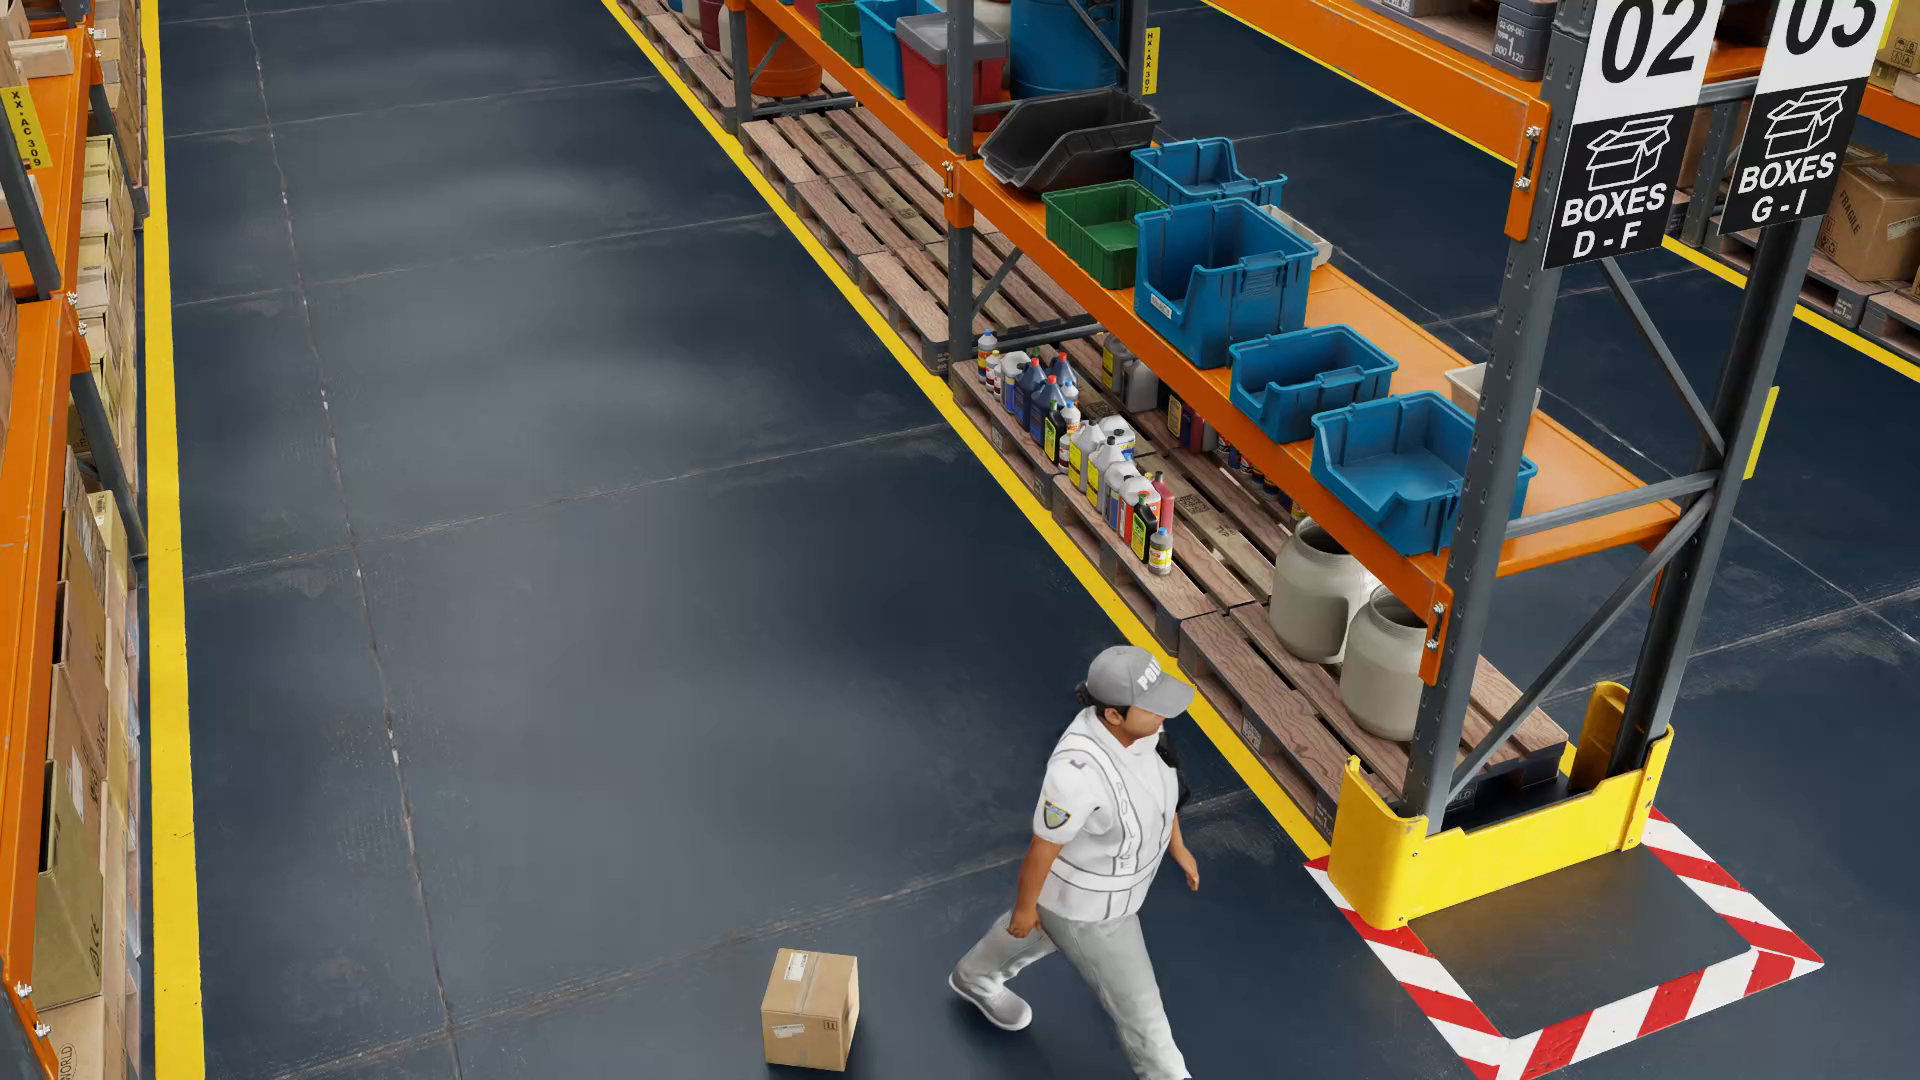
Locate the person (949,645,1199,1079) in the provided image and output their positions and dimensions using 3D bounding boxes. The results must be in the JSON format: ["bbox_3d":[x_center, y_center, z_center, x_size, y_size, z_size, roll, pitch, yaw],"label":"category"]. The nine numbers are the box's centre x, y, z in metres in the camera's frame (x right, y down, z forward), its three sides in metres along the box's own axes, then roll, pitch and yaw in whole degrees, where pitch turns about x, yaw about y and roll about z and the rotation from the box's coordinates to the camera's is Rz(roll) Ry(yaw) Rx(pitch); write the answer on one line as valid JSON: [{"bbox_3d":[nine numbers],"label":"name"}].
[{"bbox_3d":[0.434,0.940,4.731,1.060,1.593,0.489,14,36,20],"label":"person"}]
